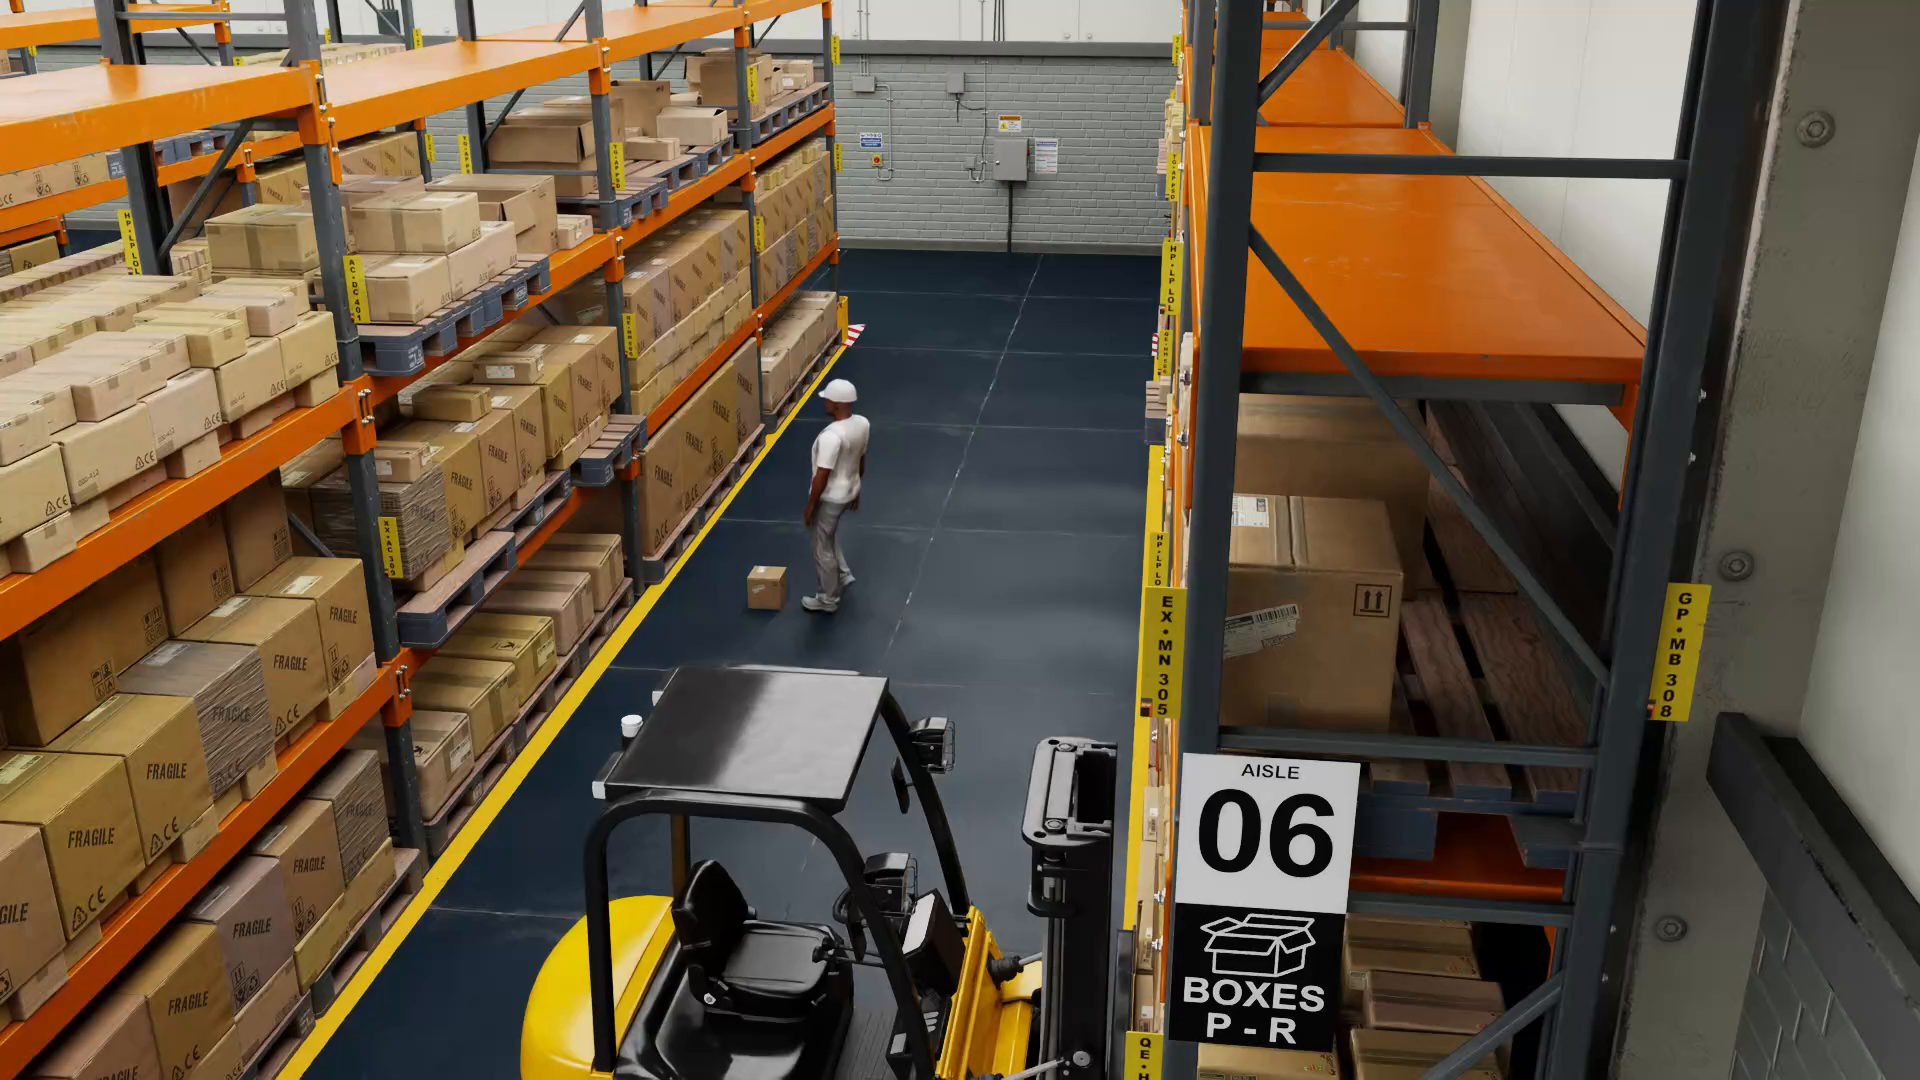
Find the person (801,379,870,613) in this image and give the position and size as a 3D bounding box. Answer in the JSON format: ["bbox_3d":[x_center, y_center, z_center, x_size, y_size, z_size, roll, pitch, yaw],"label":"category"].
[{"bbox_3d":[-0.973,-0.334,12.303,0.516,1.763,0.607,9,23,22],"label":"person"}]
